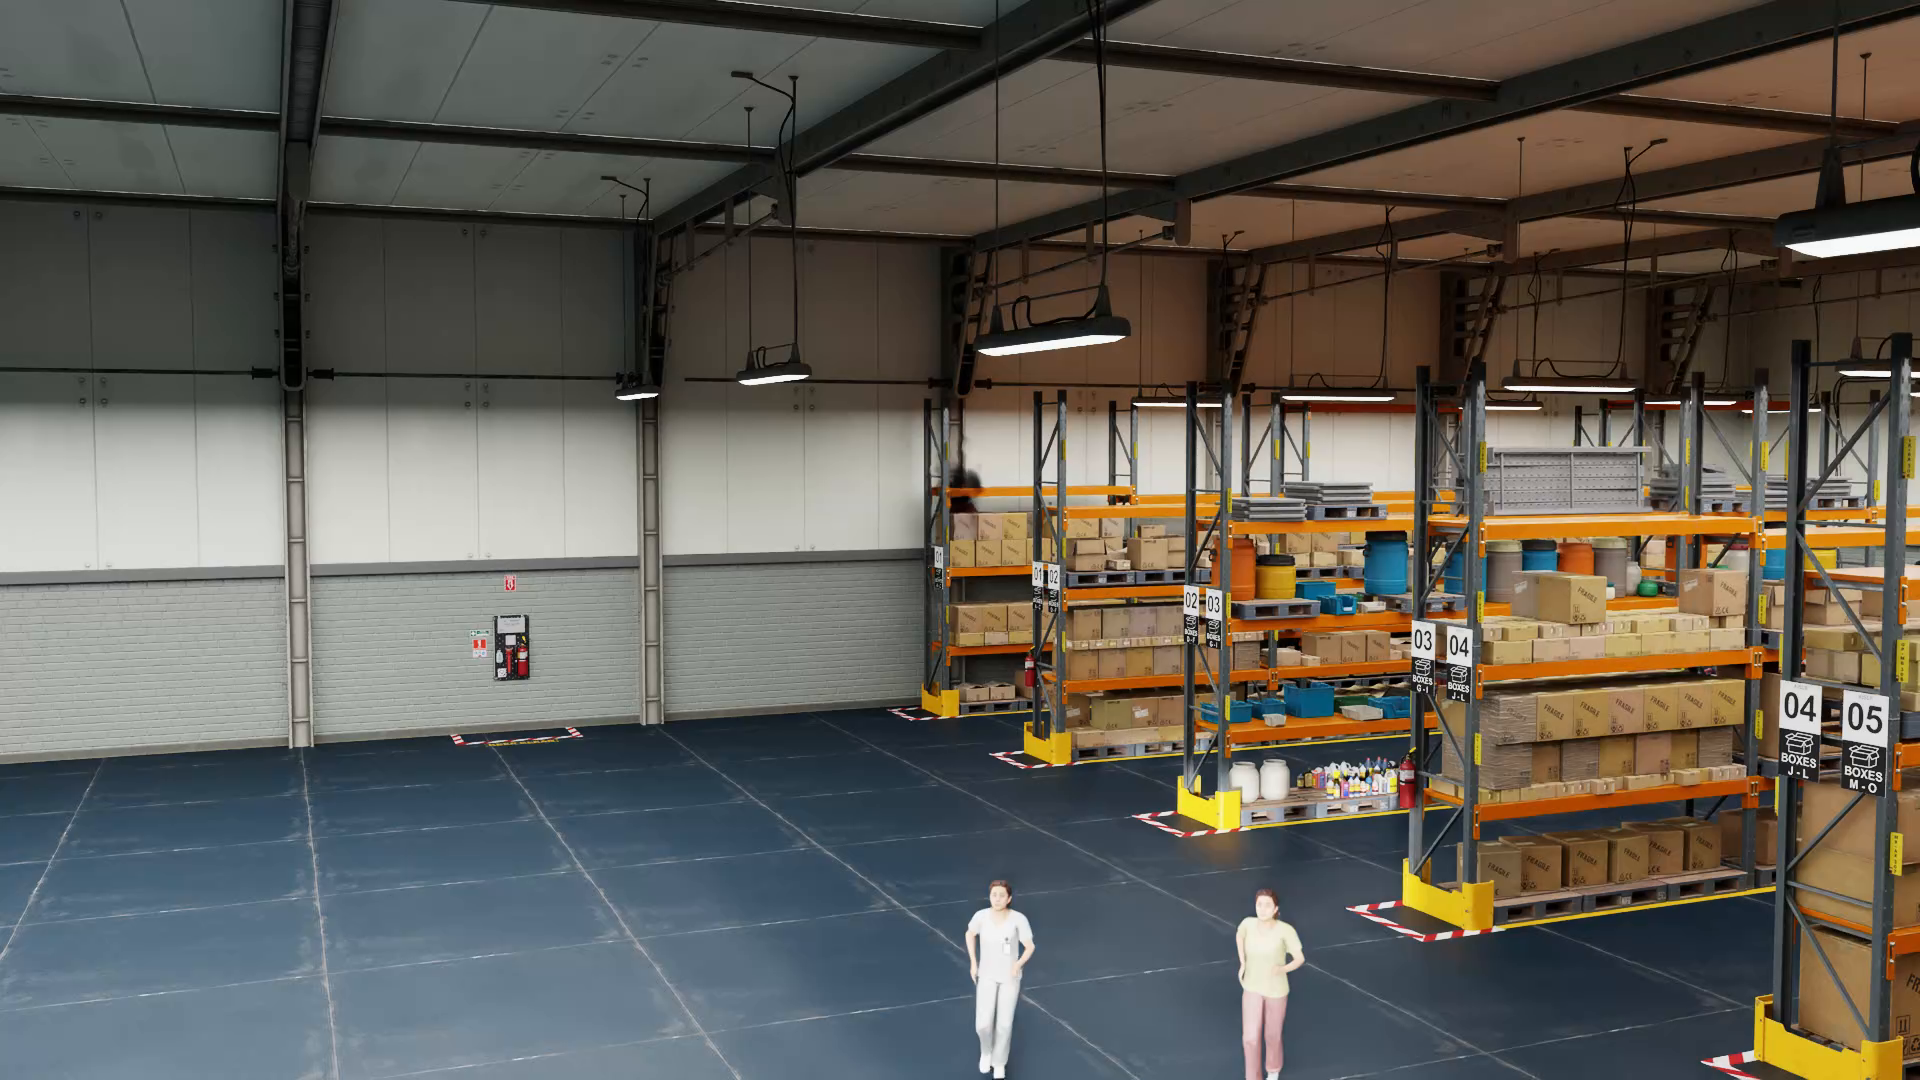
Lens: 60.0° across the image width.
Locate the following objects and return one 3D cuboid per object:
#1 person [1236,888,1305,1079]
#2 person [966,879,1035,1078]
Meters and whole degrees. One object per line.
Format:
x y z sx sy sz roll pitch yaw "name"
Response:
2.420 3.563 13.034 0.564 1.716 0.775 1 4 18 "person"
0.316 3.550 13.402 0.573 1.637 0.568 0 3 5 "person"
